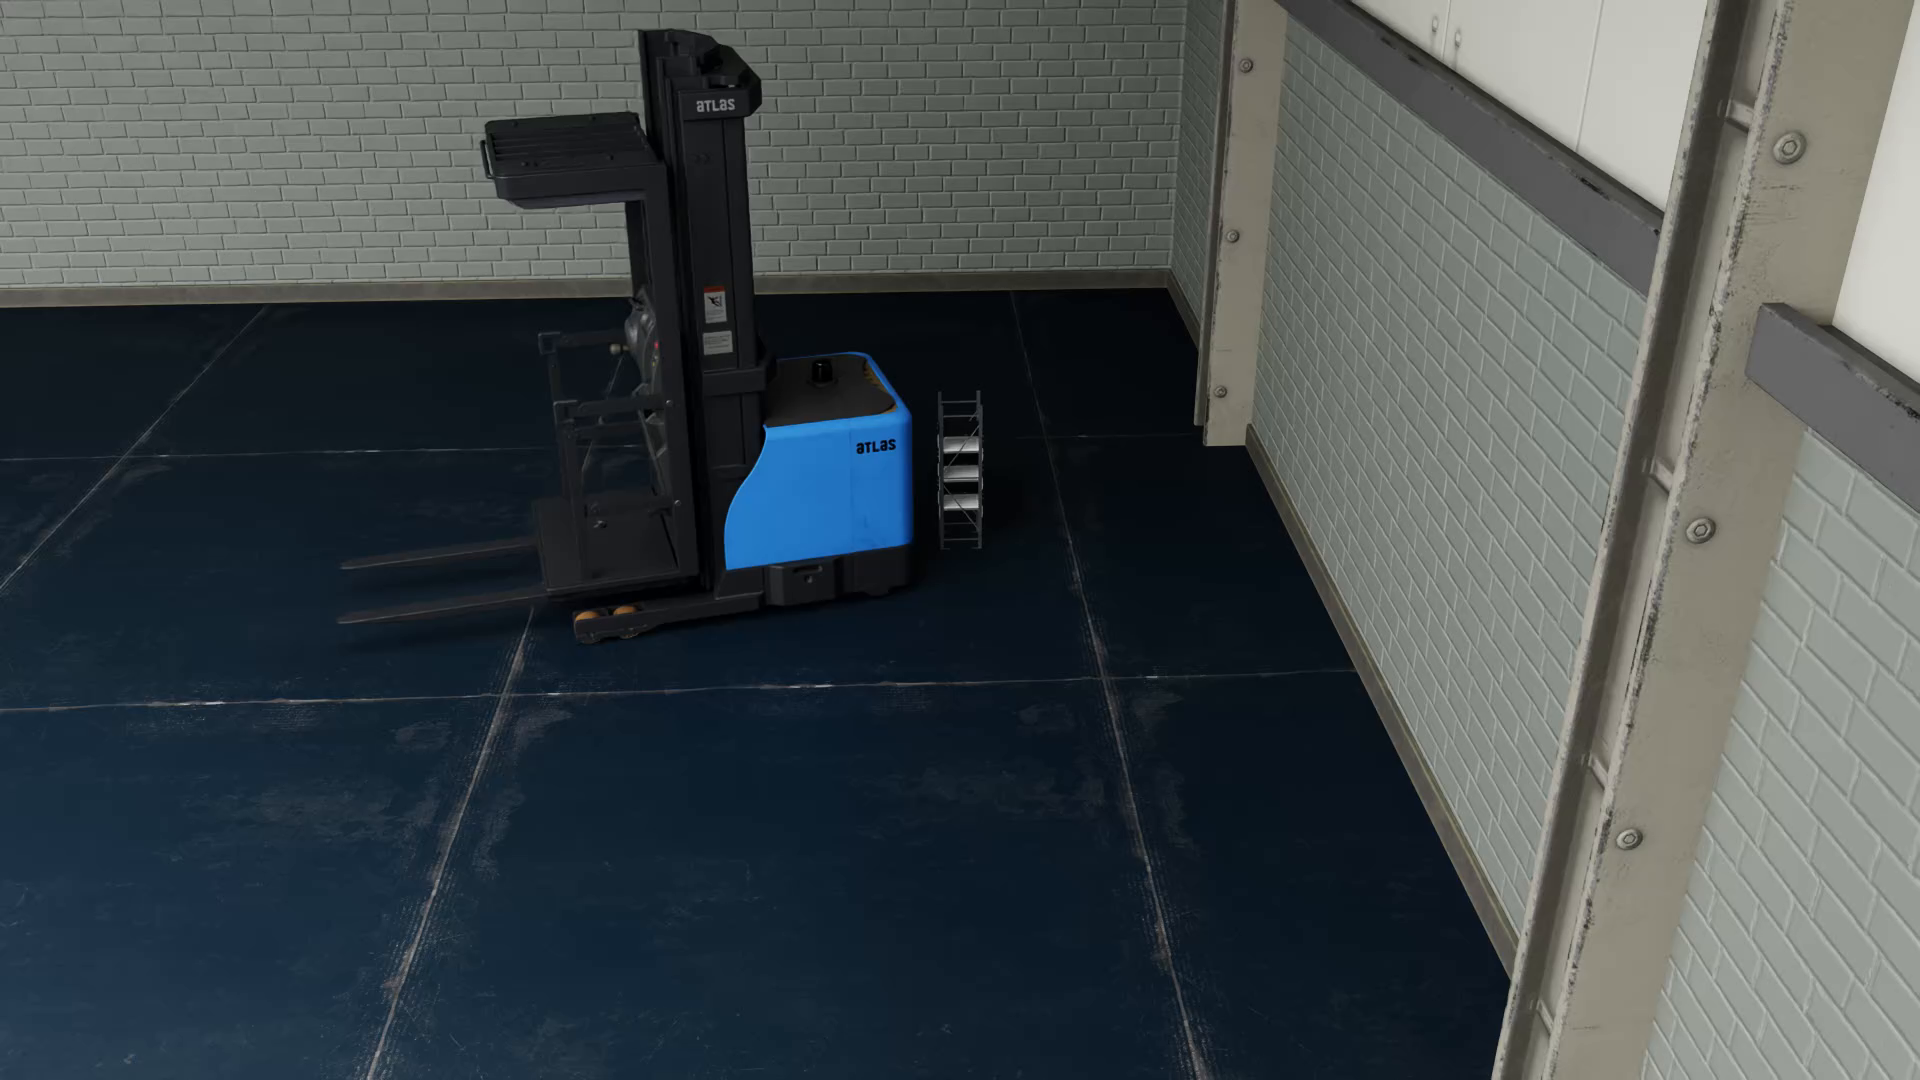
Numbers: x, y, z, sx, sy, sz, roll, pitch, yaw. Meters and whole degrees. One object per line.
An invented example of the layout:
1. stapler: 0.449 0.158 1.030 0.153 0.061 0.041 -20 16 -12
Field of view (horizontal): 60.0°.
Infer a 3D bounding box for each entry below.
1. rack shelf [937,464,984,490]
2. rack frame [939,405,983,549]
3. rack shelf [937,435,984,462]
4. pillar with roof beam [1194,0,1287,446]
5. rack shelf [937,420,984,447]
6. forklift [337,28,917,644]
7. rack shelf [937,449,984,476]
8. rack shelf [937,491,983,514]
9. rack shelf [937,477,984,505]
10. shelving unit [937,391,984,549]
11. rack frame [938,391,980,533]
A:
1. rack shelf: 0.000 -0.366 9.550 0.258 0.077 0.200 -1 28 -3
2. rack frame: 0.006 -0.348 9.445 0.240 0.900 0.006 -1 28 -3
3. rack shelf: 0.000 -0.525 9.467 0.258 0.077 0.200 -1 28 -3
4. pillar with roof beam: -2.550 -4.600 8.838 9.100 9.000 0.400 -1 28 -3
5. rack shelf: 0.000 -0.605 9.425 0.258 0.077 0.200 -1 28 -3
6. forklift: -1.814 -1.030 8.555 3.031 2.935 1.130 -8 29 -15
7. rack shelf: 0.000 -0.445 9.509 0.258 0.077 0.200 -1 28 -3
8. rack shelf: 0.000 -0.206 9.633 0.258 0.077 0.200 -1 28 -3
9. rack shelf: 0.000 -0.286 9.592 0.258 0.077 0.200 -1 28 -3
10. shelving unit: 0.000 -0.395 9.535 0.258 0.900 0.210 -1 28 -3
11. rack frame: -0.005 -0.442 9.625 0.240 0.900 0.006 -1 28 -3
